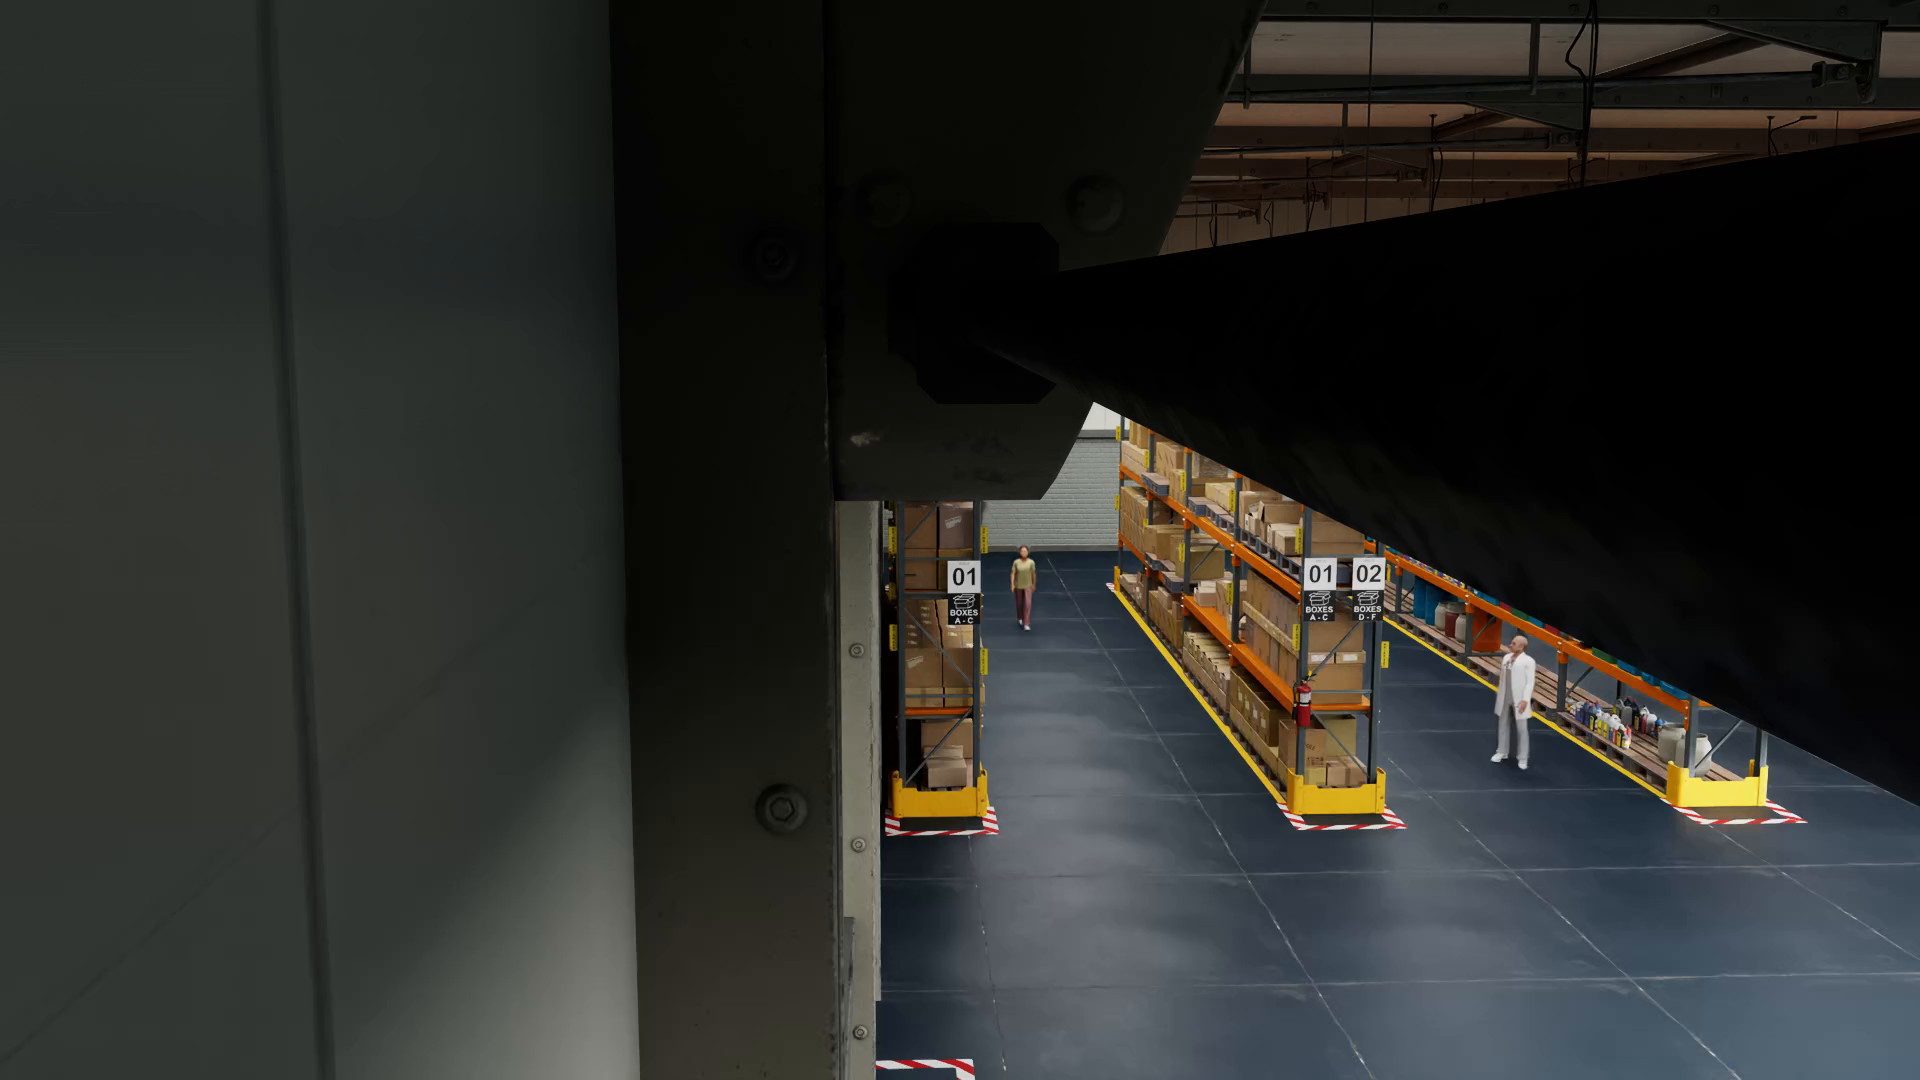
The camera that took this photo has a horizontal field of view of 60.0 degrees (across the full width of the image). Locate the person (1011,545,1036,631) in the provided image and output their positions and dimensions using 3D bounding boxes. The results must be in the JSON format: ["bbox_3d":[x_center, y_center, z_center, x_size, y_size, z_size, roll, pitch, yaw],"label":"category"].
[{"bbox_3d":[1.224,0.922,32.084,0.480,1.605,1.004,0,8,3],"label":"person"}]

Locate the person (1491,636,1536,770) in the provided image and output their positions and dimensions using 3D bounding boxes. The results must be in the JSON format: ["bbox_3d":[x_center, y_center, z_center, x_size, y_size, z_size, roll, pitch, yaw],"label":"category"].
[{"bbox_3d":[7.570,2.209,22.751,0.594,1.820,0.436,8,11,44],"label":"person"}]
